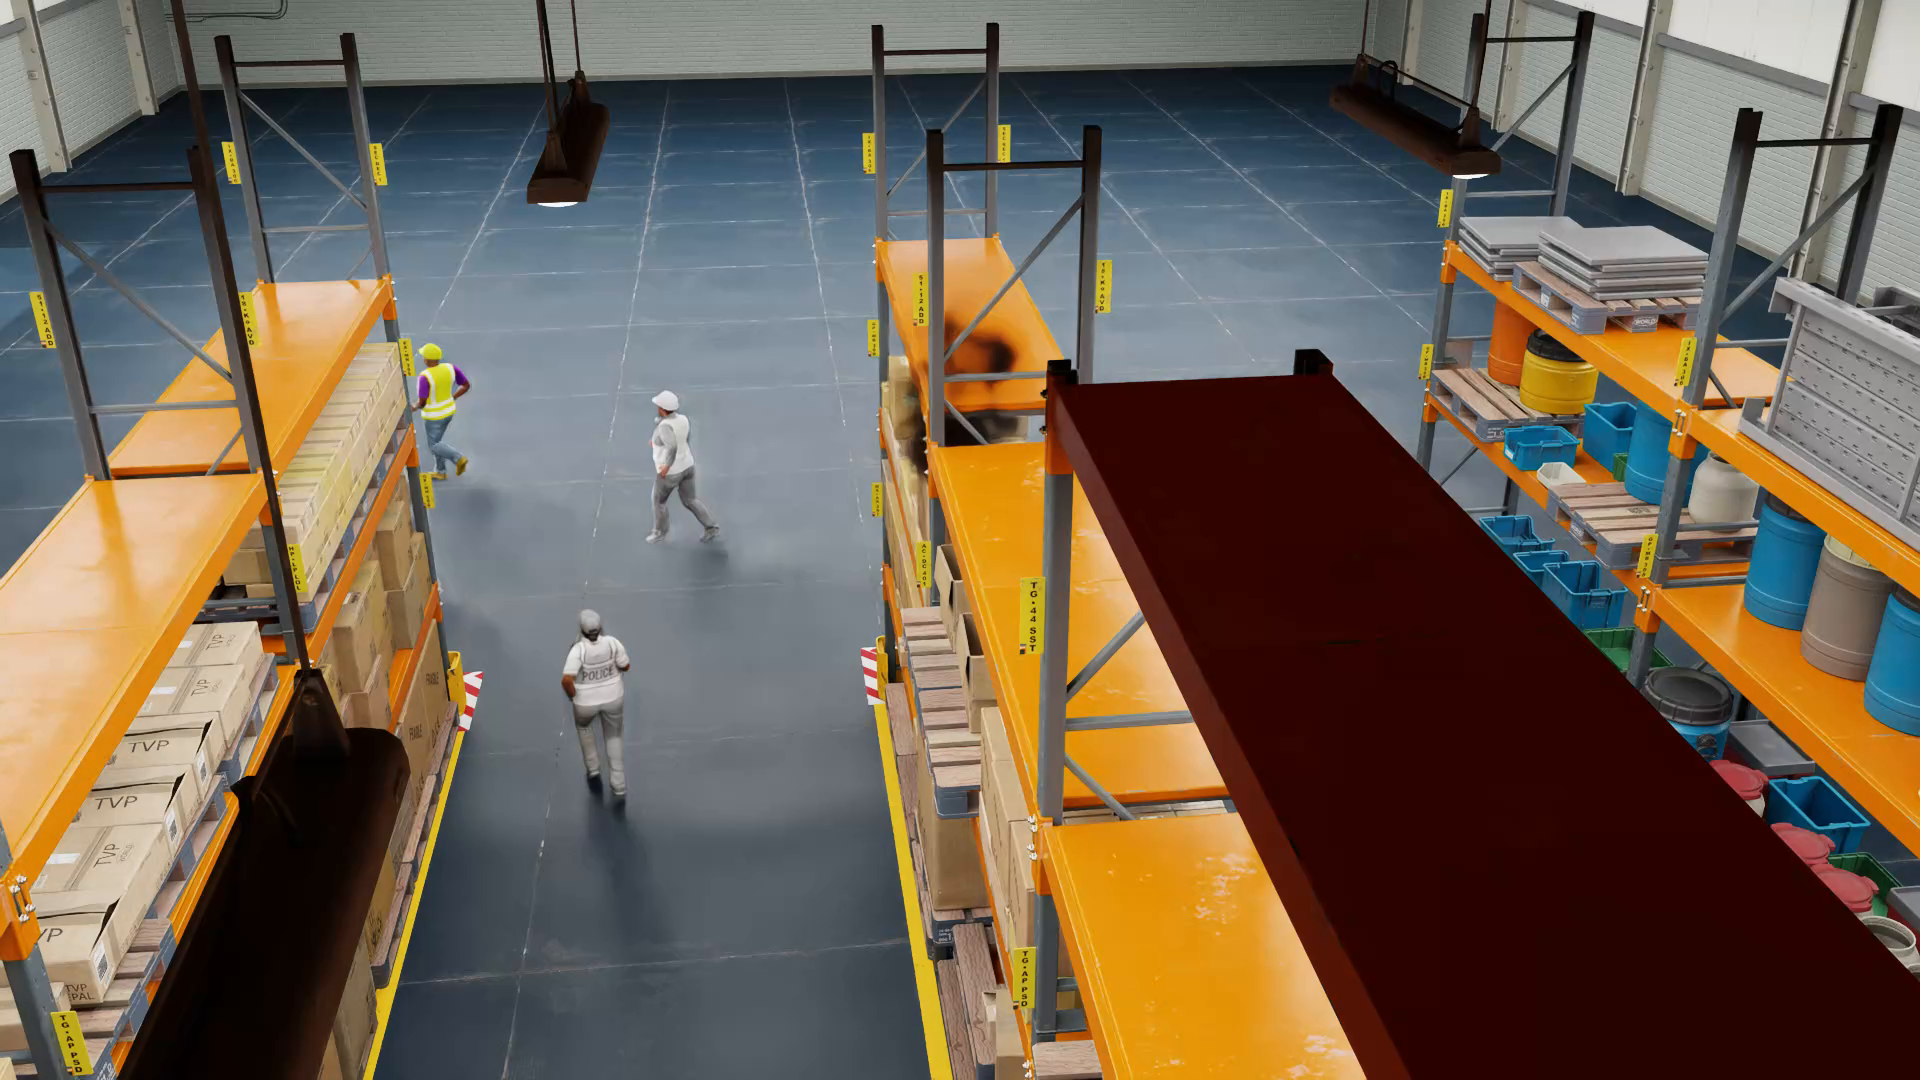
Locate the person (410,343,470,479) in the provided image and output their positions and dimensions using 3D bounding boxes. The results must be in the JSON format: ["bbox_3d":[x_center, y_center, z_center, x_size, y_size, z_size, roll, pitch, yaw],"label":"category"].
[{"bbox_3d":[-6.112,-1.483,19.627,0.796,1.747,0.700,14,29,27],"label":"person"}]

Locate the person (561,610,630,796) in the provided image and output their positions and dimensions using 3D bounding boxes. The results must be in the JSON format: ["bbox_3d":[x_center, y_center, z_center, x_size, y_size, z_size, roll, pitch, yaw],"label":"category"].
[{"bbox_3d":[-2.992,1.353,13.753,0.585,1.723,0.708,-9,27,-18],"label":"person"}]

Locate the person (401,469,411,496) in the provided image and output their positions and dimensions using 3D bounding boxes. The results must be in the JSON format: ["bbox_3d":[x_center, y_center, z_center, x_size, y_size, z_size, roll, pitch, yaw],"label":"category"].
[{"bbox_3d":[-5.828,-0.206,17.009,0.582,1.677,0.809,-23,34,-40],"label":"person"}]

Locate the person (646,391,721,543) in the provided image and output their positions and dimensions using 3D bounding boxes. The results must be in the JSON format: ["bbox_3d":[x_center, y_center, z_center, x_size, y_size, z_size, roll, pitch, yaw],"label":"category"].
[{"bbox_3d":[-3.060,-0.745,18.014,0.909,1.804,0.628,13,29,26],"label":"person"}]
